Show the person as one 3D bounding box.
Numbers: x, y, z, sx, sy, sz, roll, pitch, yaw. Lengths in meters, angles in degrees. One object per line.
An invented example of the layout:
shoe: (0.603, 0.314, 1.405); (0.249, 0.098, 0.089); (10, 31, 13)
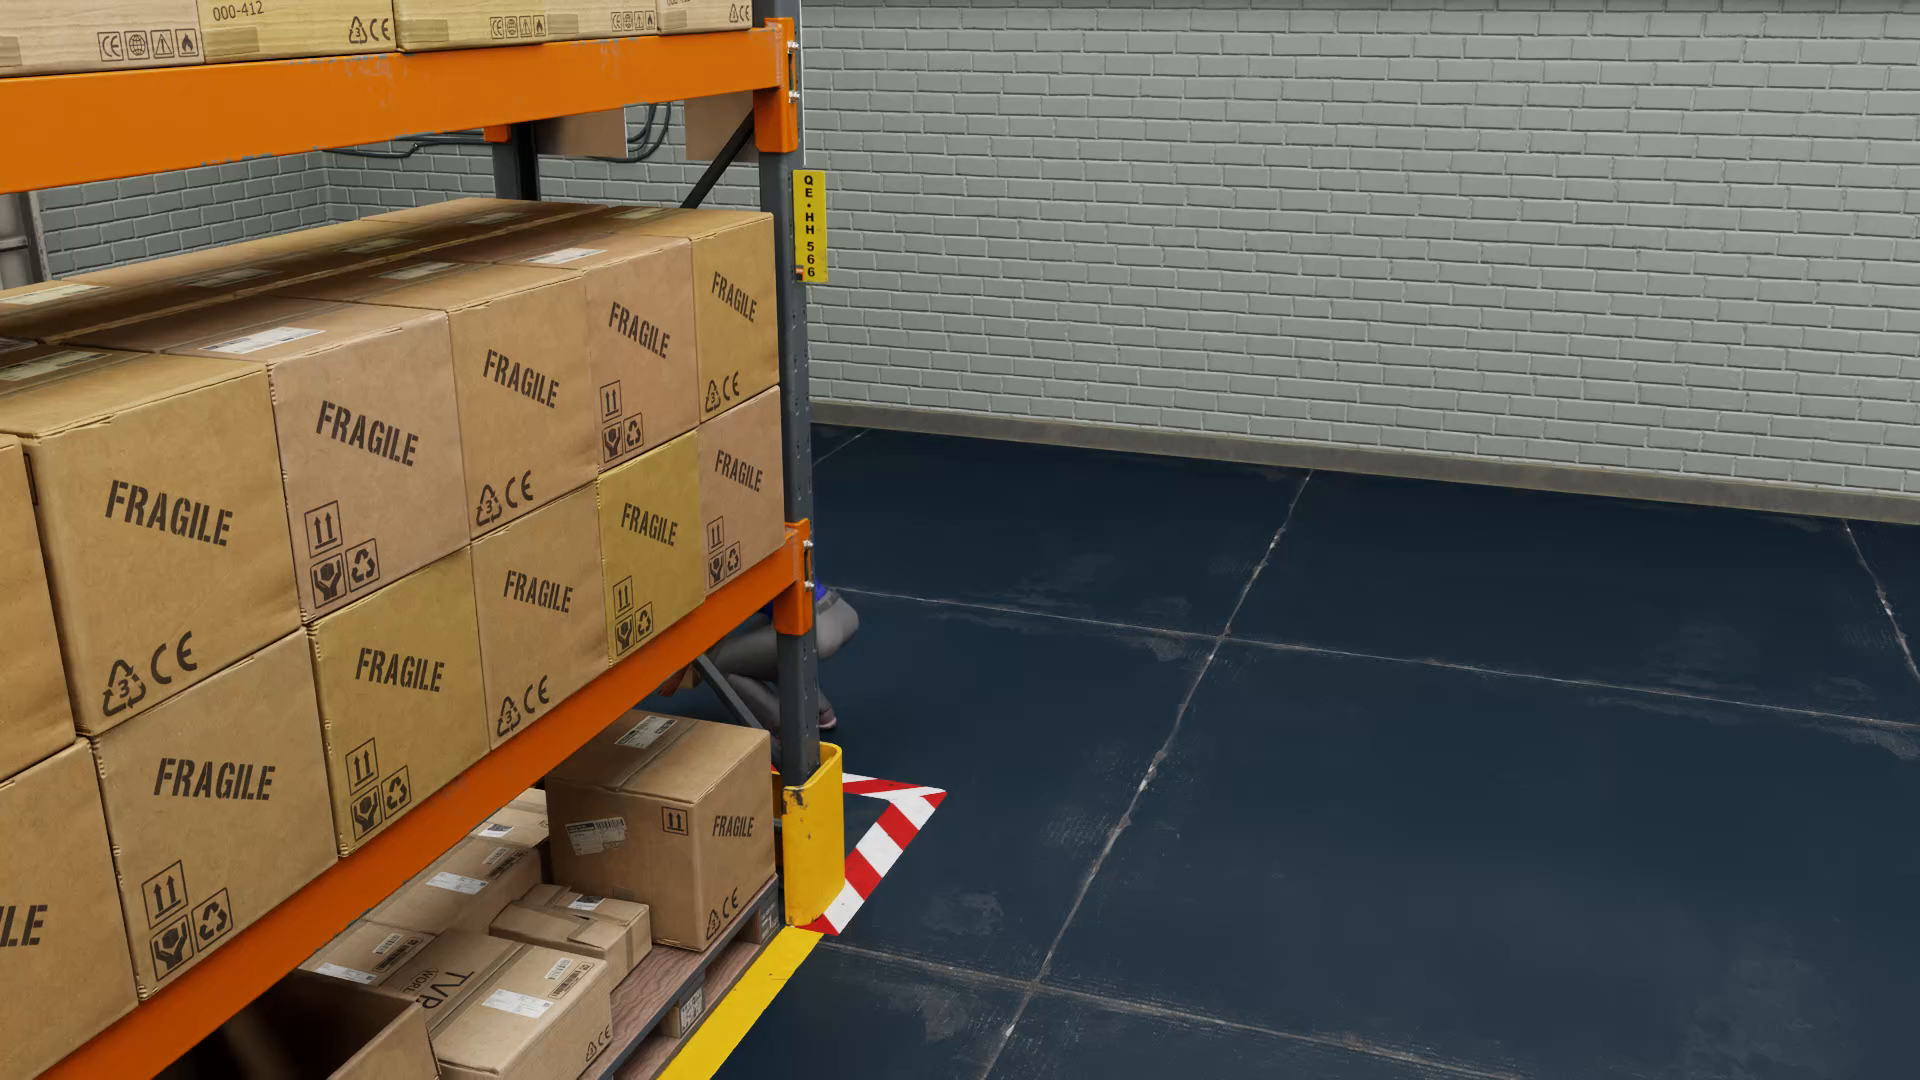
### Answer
person: (-0.821, 0.345, 6.655); (0.810, 0.958, 0.483); (6, 20, 18)
